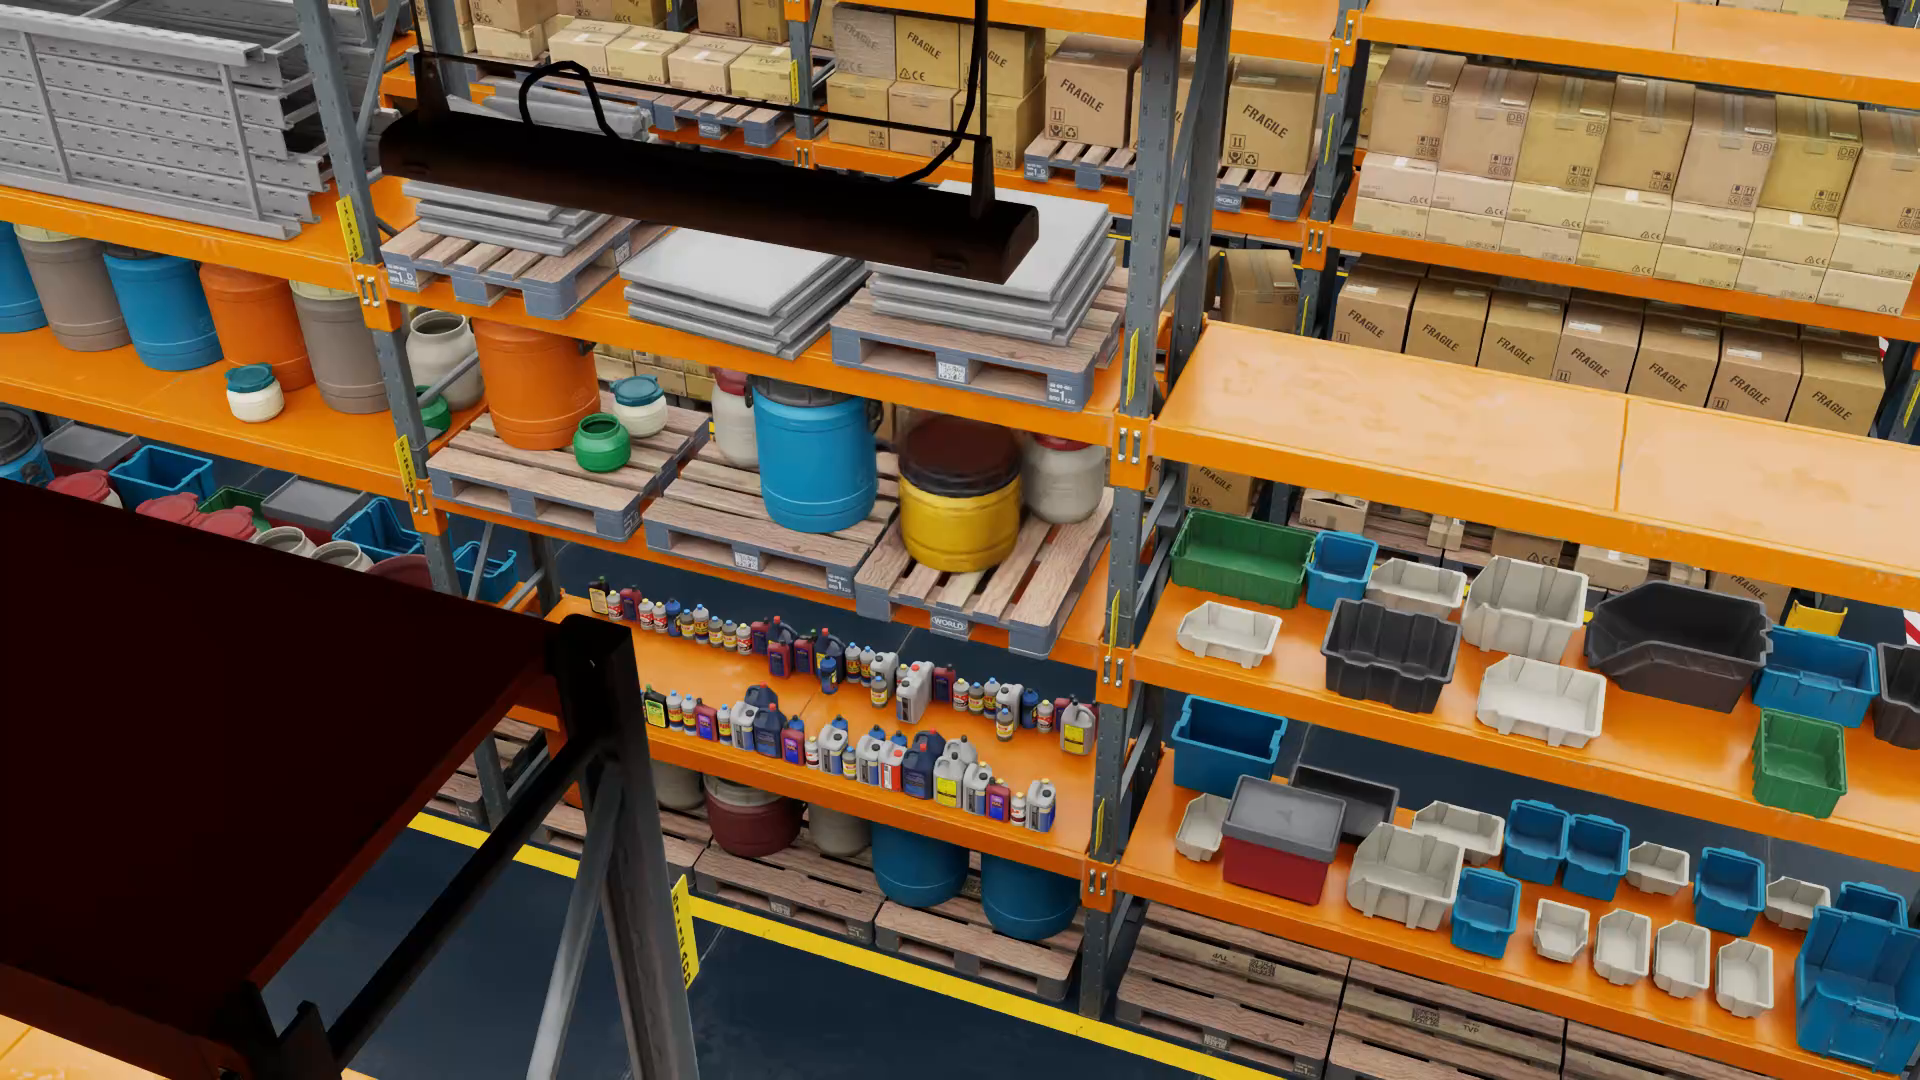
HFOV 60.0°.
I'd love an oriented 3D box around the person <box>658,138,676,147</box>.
[{"bbox_3d":[-3.133,-3.449,16.591,0.731,1.804,0.607,3,37,4],"label":"person"}]
